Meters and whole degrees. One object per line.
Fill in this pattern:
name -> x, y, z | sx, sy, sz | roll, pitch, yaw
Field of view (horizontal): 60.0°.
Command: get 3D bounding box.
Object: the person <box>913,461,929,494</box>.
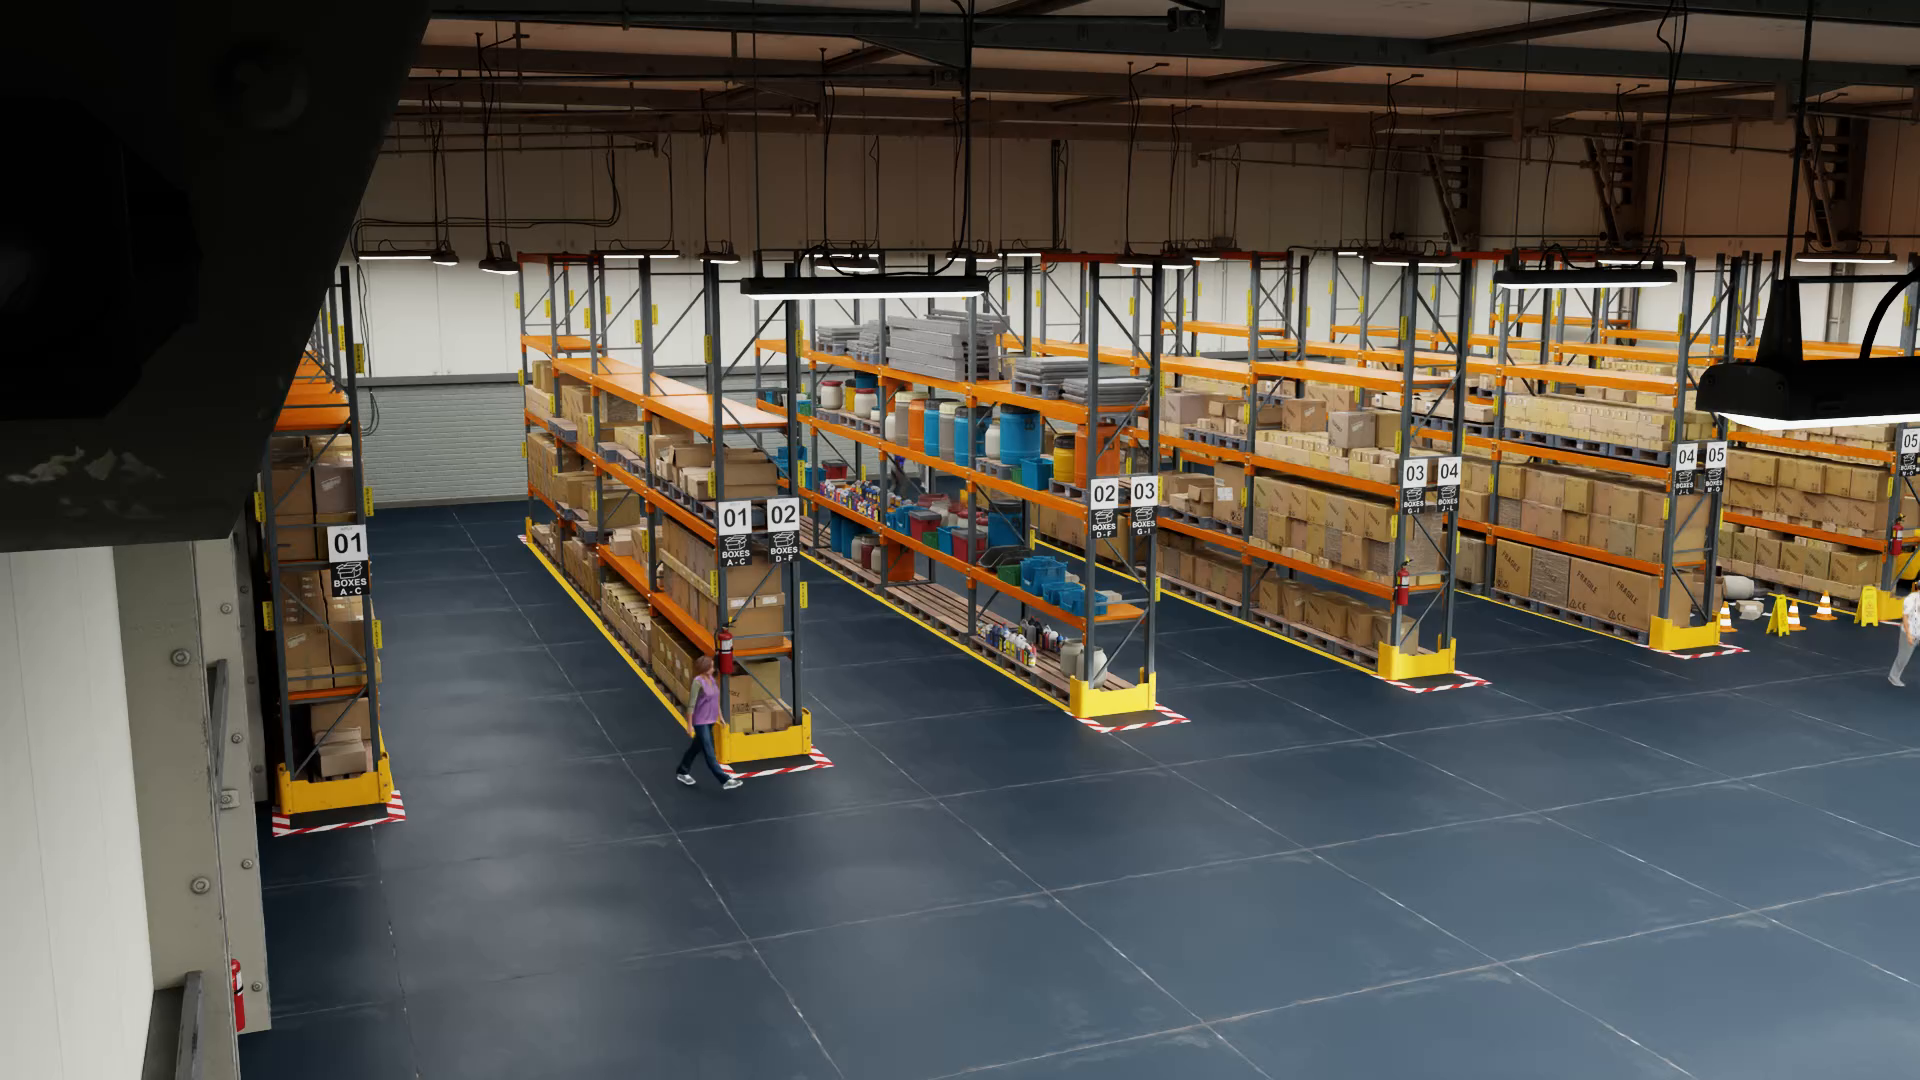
person -> -0.862, -2.038, 41.351 | 0.586, 1.715, 1.093 | 1, 10, 5

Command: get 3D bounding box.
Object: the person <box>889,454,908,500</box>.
person -> -1.419, -1.618, 39.306 | 0.626, 1.667, 0.492 | -3, 11, -15

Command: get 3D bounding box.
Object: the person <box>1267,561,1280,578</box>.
person -> 5.853, -0.114, 30.813 | 0.589, 1.802, 0.650 | -4, 11, -20

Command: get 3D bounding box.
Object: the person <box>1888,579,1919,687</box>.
person -> 13.433, 1.331, 23.254 | 0.516, 1.641, 0.848 | 2, 11, 9

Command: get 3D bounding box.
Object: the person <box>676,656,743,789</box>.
person -> -2.887, 2.101, 19.166 | 0.956, 1.547, 0.455 | 3, 11, 16
